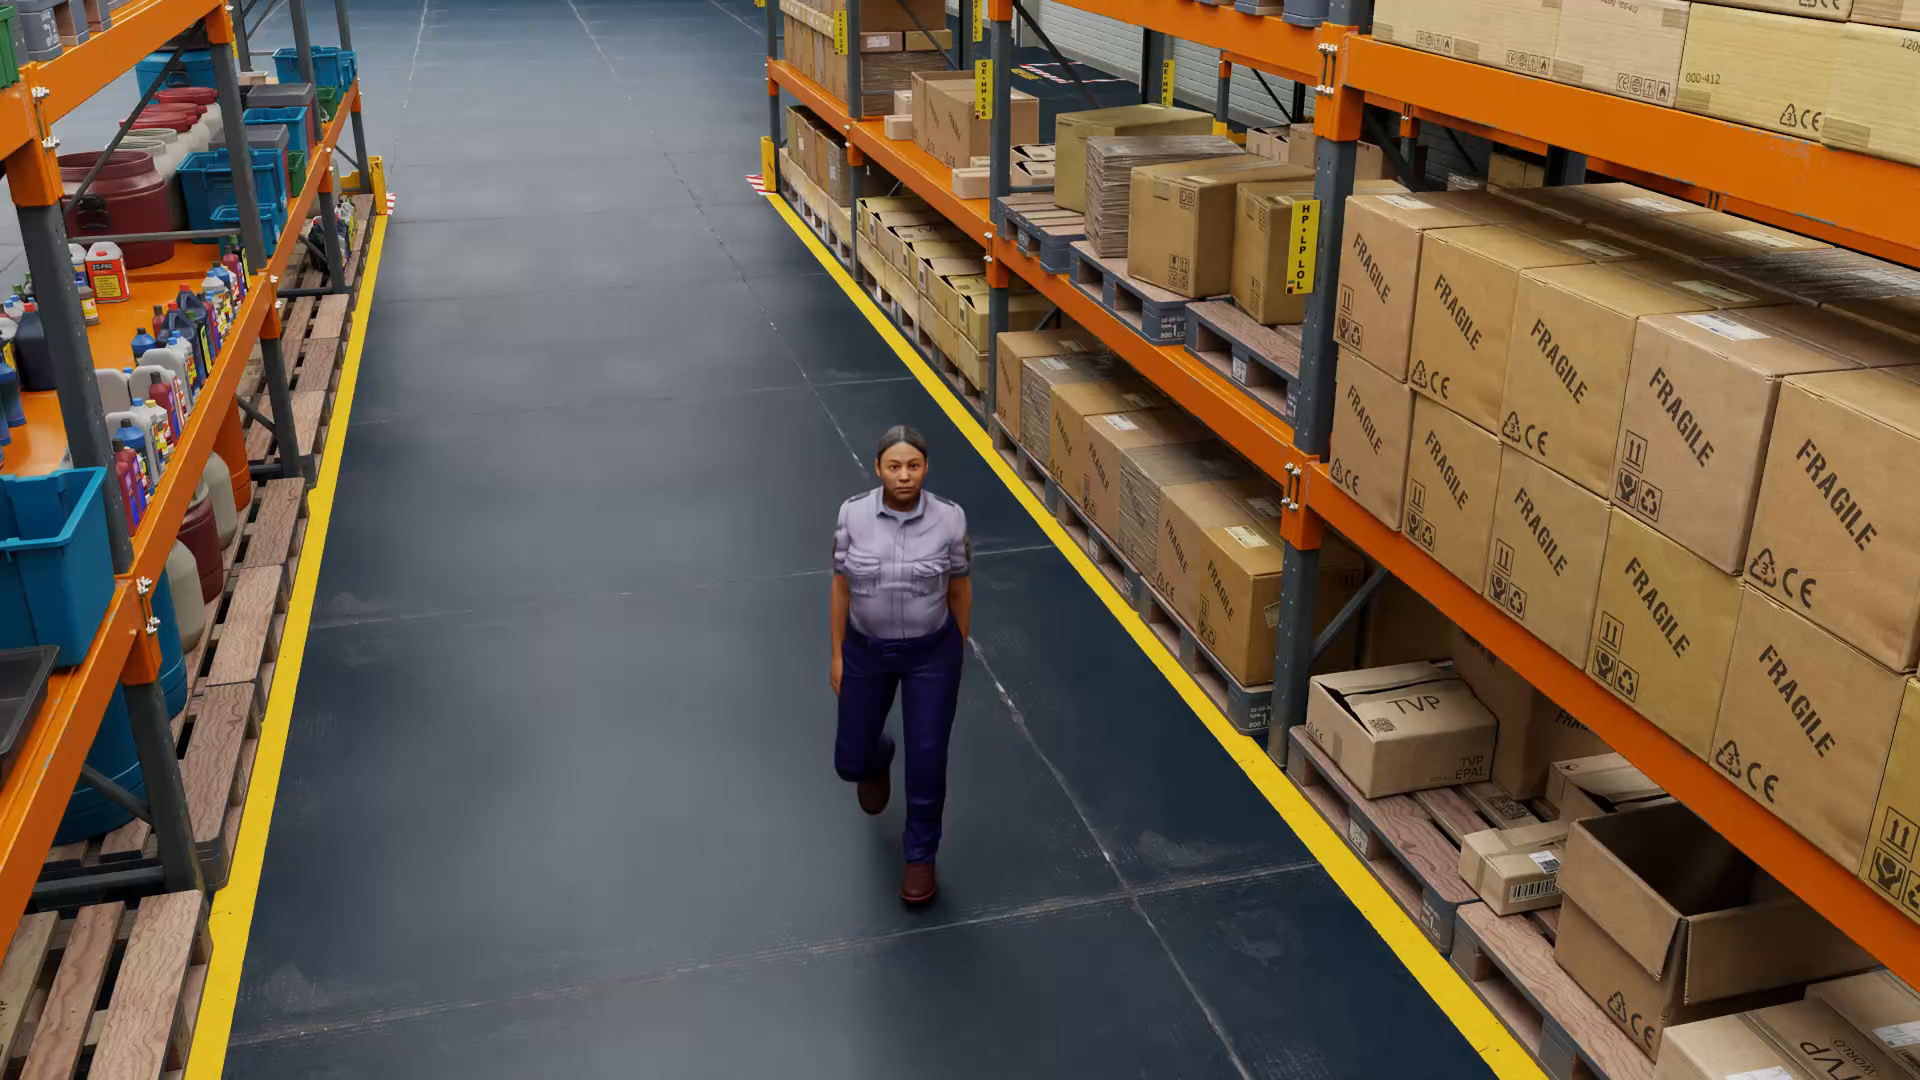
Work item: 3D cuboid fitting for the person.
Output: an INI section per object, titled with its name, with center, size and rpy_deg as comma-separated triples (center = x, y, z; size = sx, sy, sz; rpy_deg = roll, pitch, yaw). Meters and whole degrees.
[person]
center = -0.200, 0.379, 5.671
size = 0.481, 1.627, 0.654
rpy_deg = 1, 23, 3
